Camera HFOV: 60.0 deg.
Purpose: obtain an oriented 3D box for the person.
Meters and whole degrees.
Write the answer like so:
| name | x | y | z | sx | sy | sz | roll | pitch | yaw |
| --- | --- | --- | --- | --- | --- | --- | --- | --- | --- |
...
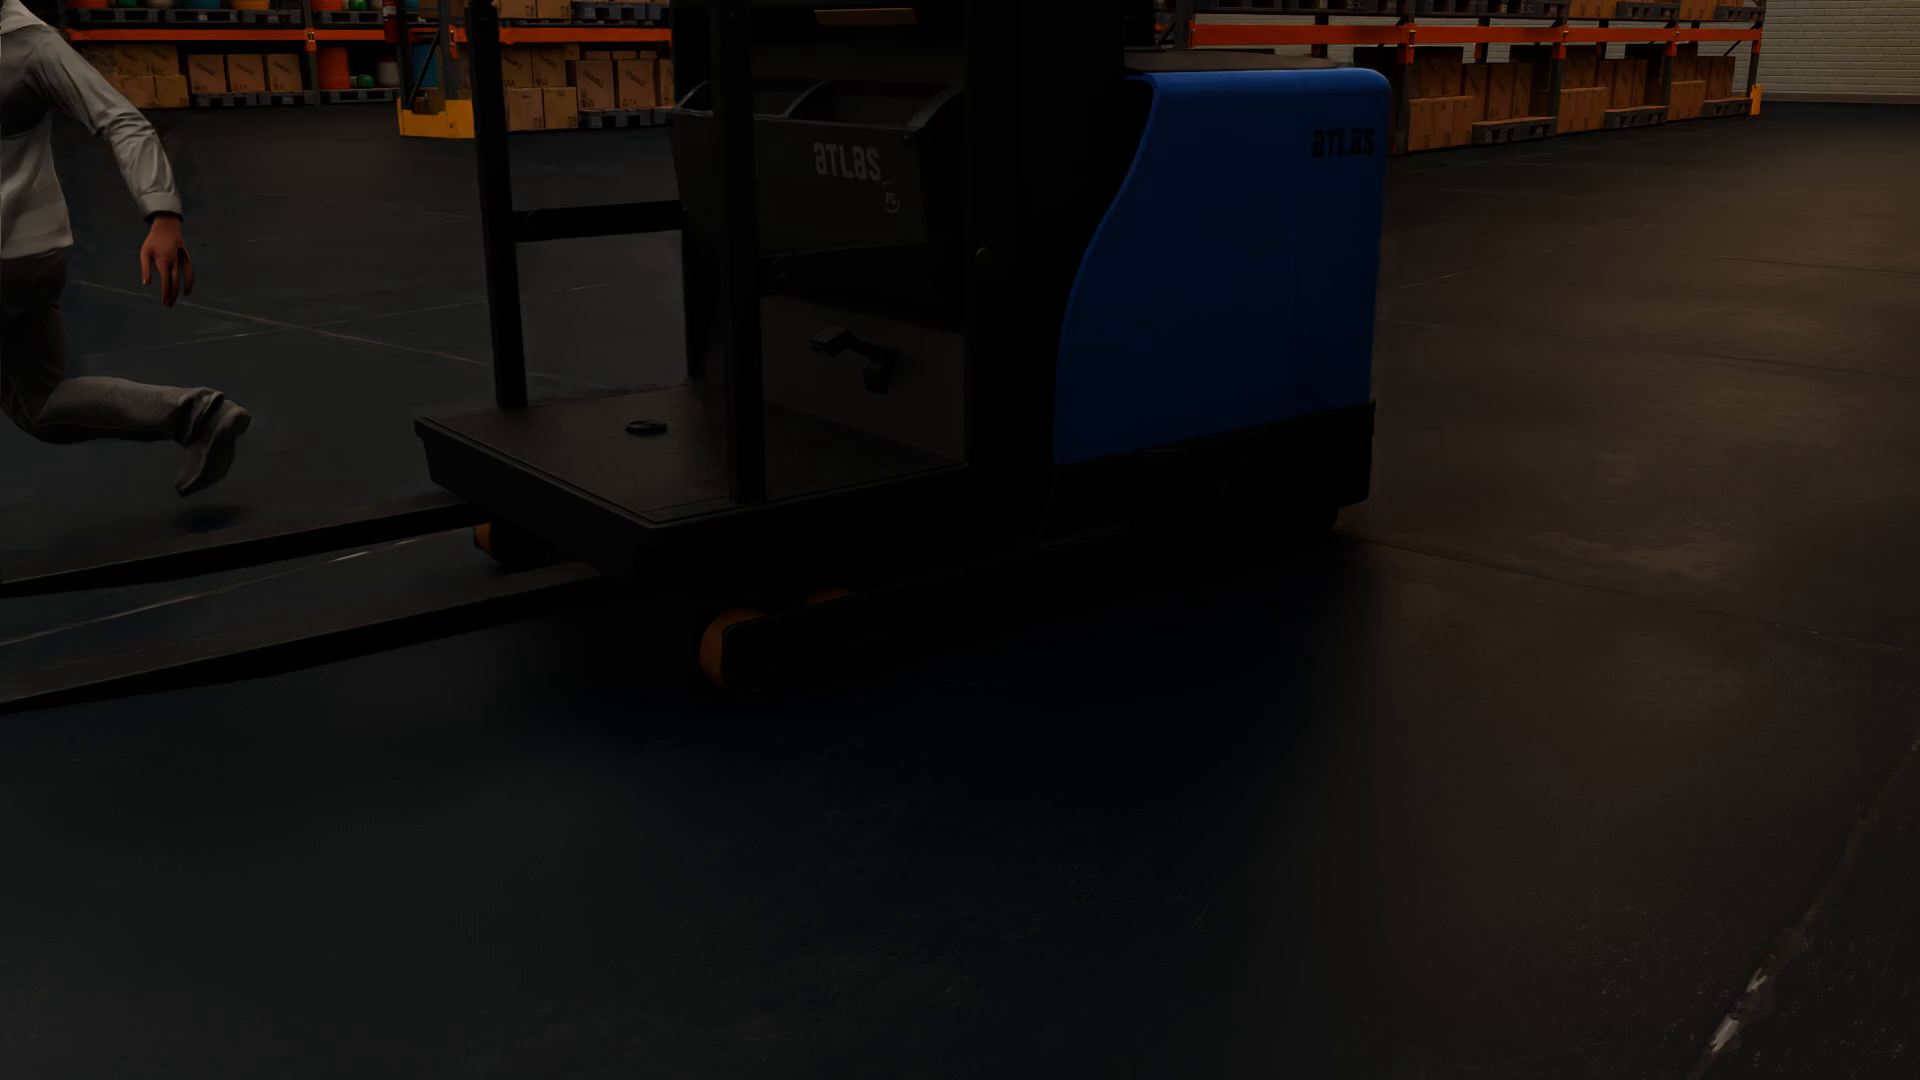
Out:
| name | x | y | z | sx | sy | sz | roll | pitch | yaw |
| --- | --- | --- | --- | --- | --- | --- | --- | --- | --- |
| person | -2.191 | -0.733 | 3.800 | 0.943 | 1.539 | 0.690 | -9 | 19 | -28 |

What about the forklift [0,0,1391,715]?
| name | x | y | z | sx | sy | sz | roll | pitch | yaw |
| --- | --- | --- | --- | --- | --- | --- | --- | --- | --- |
| forklift | -0.474 | -1.287 | 3.137 | 3.031 | 2.935 | 1.130 | -13 | 21 | -36 |
